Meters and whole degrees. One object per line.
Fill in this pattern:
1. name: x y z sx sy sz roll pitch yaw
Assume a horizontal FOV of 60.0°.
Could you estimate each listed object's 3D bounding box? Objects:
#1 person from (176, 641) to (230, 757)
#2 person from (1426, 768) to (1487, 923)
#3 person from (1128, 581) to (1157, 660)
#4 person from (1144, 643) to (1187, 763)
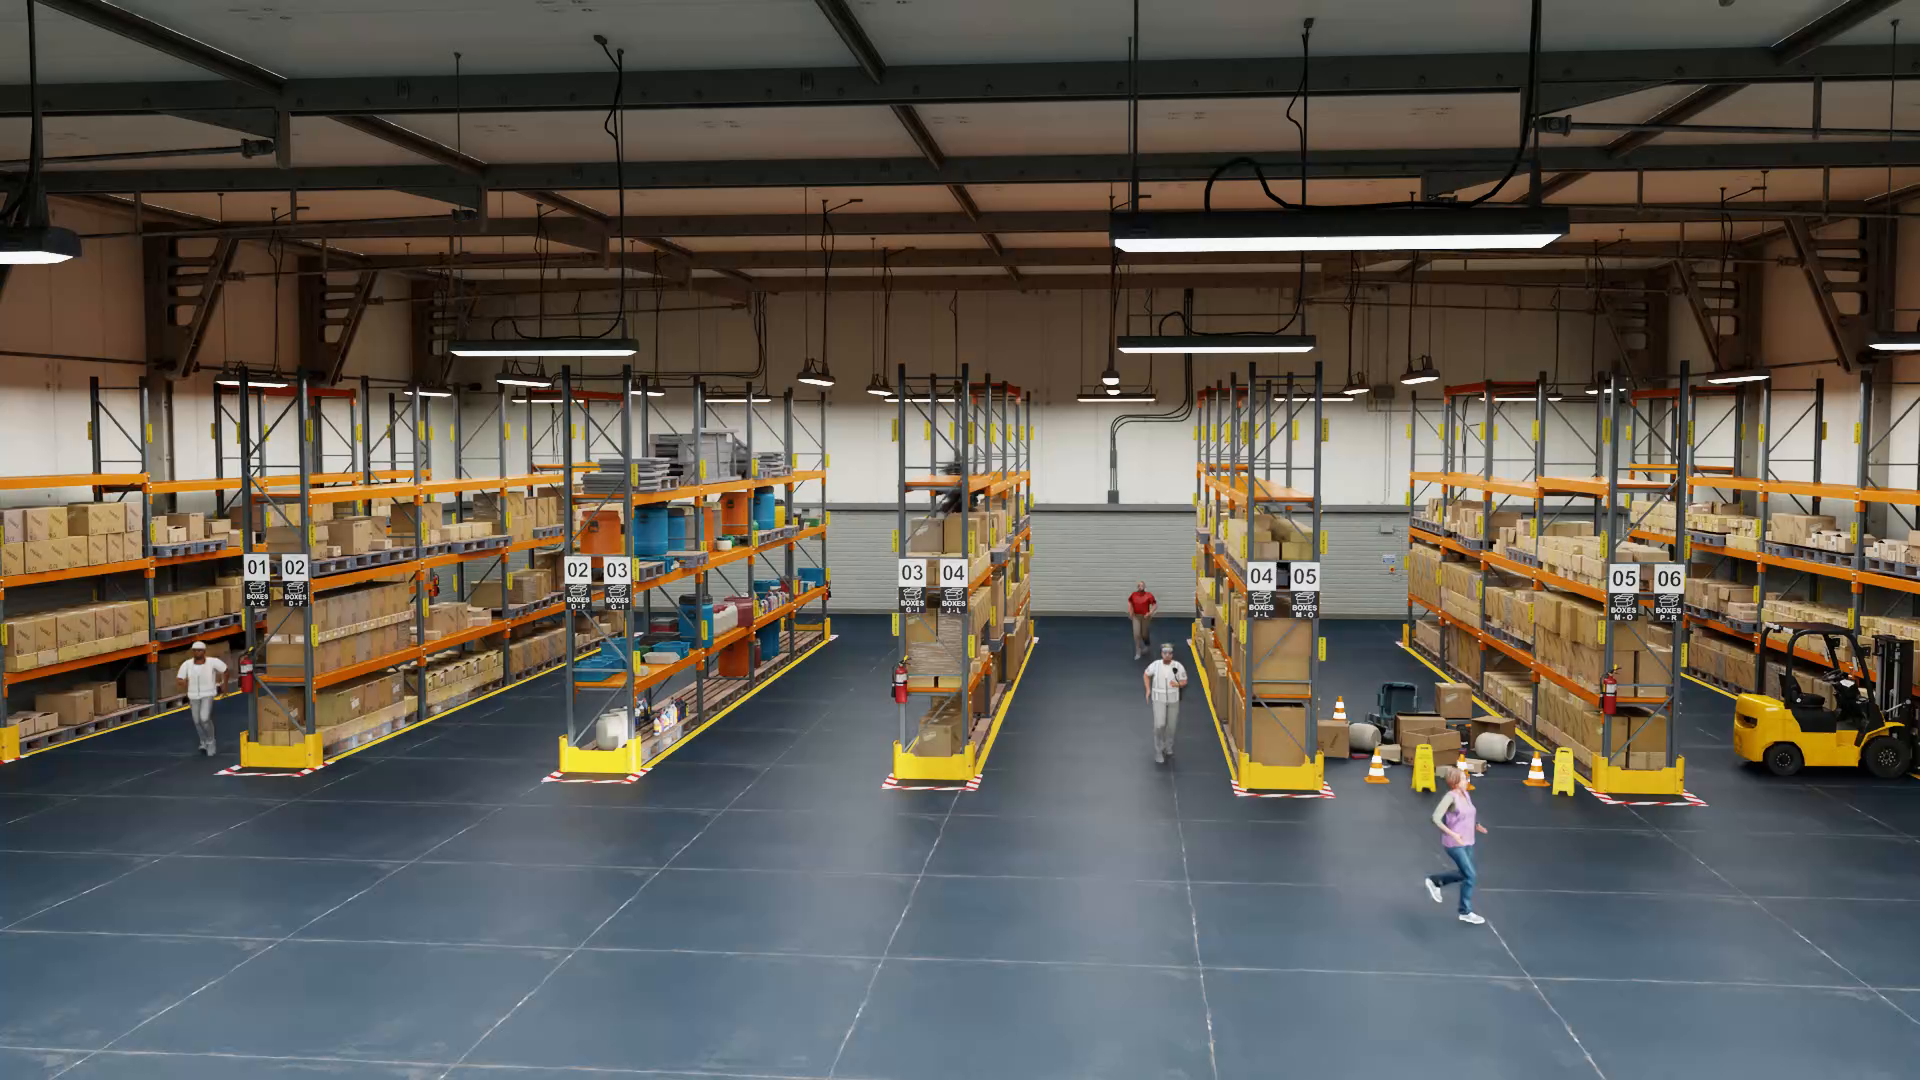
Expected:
1. person: -11.798 2.463 25.844 0.700 1.788 0.737 0 4 -5
2. person: 5.087 3.122 17.124 0.544 1.555 0.705 -4 5 -44
3. person: 4.060 1.780 37.143 0.675 1.730 0.837 1 4 13
4. person: 3.158 2.494 25.461 0.631 1.850 0.768 0 4 -1
